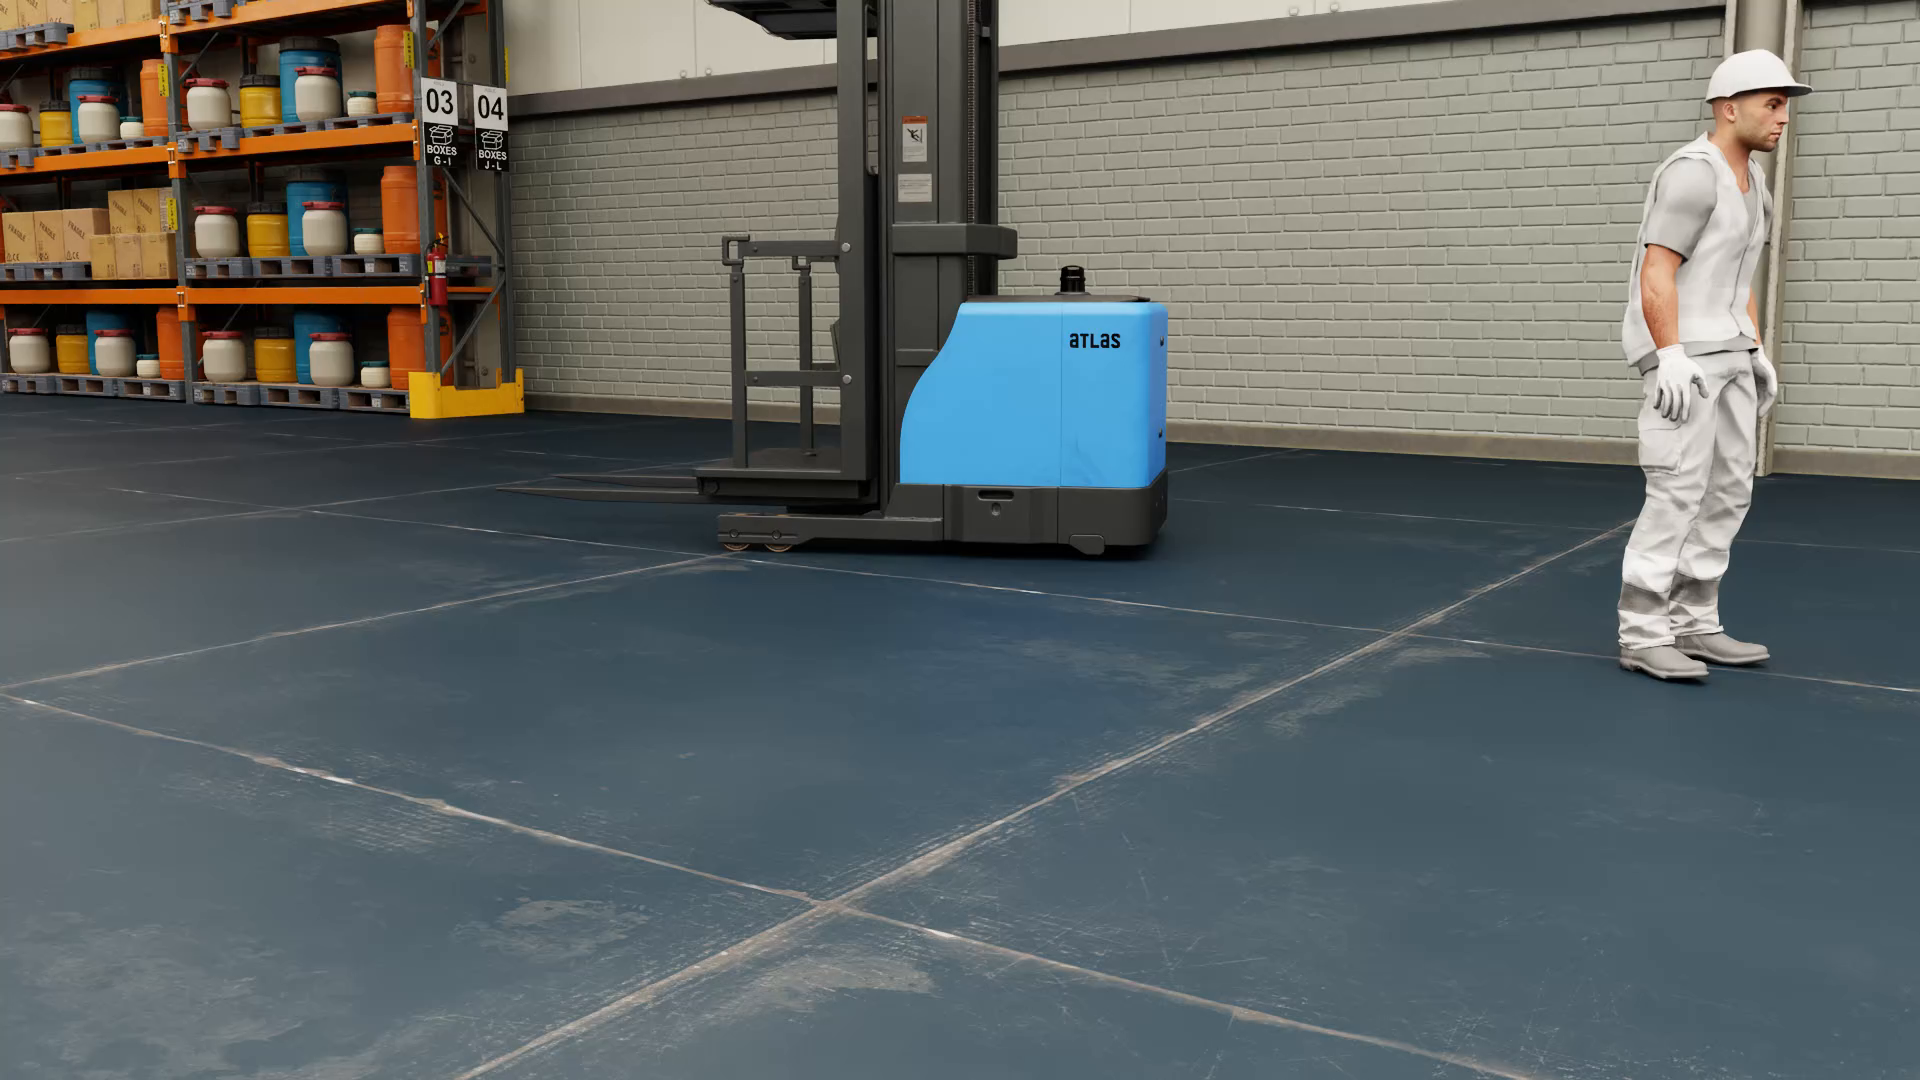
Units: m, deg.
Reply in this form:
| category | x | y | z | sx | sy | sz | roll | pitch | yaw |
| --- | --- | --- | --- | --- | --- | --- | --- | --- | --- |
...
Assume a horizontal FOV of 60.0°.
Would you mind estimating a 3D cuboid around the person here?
| category | x | y | z | sx | sy | sz | roll | pitch | yaw |
| --- | --- | --- | --- | --- | --- | --- | --- | --- | --- |
| person | 2.189 | -0.507 | 4.858 | 0.623 | 1.780 | 0.446 | -7 | 11 | -40 |

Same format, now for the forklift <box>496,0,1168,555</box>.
| category | x | y | z | sx | sy | sz | roll | pitch | yaw |
| --- | --- | --- | --- | --- | --- | --- | --- | --- | --- |
| forklift | -0.596 | -1.469 | 7.520 | 3.031 | 2.935 | 1.130 | 2 | 8 | 12 |
